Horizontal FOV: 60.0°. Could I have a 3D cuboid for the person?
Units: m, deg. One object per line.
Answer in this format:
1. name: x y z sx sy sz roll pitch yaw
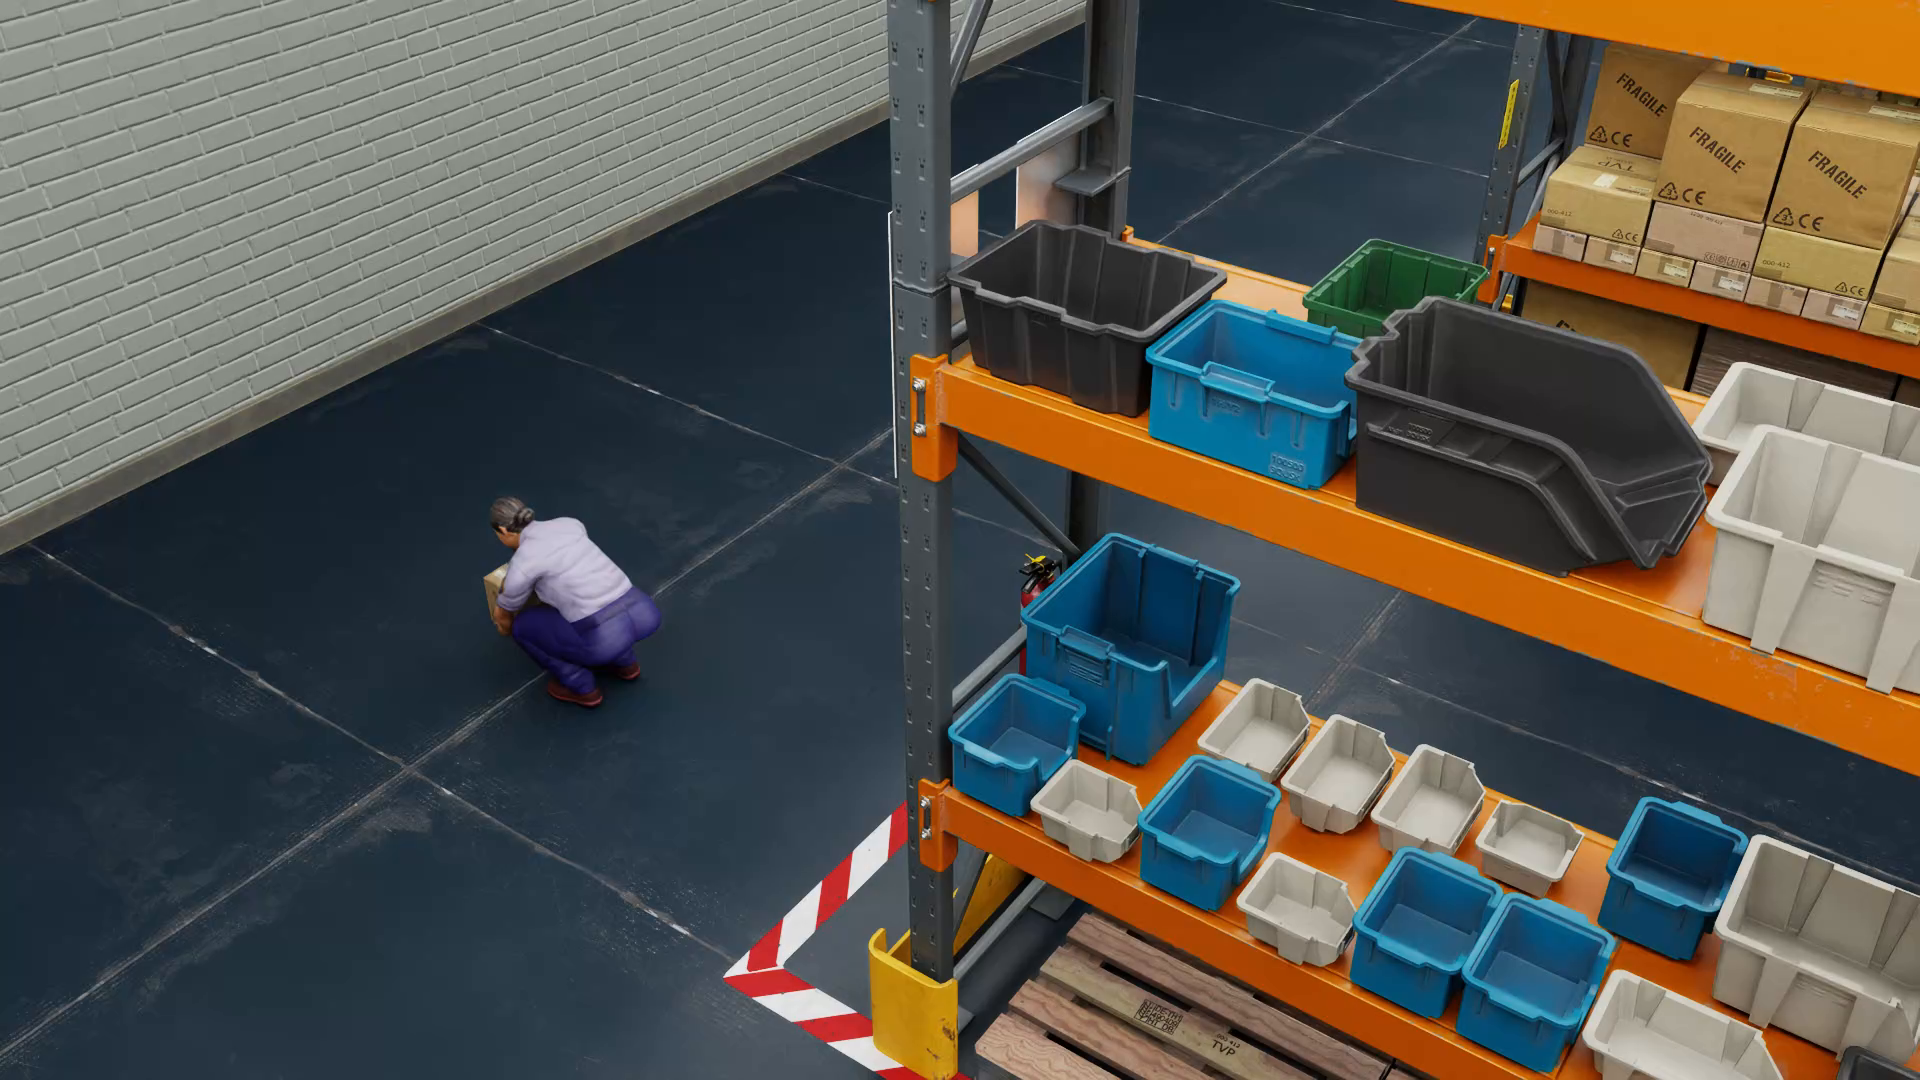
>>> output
1. person: -1.747 0.266 7.420 0.810 0.923 0.532 22 41 29
